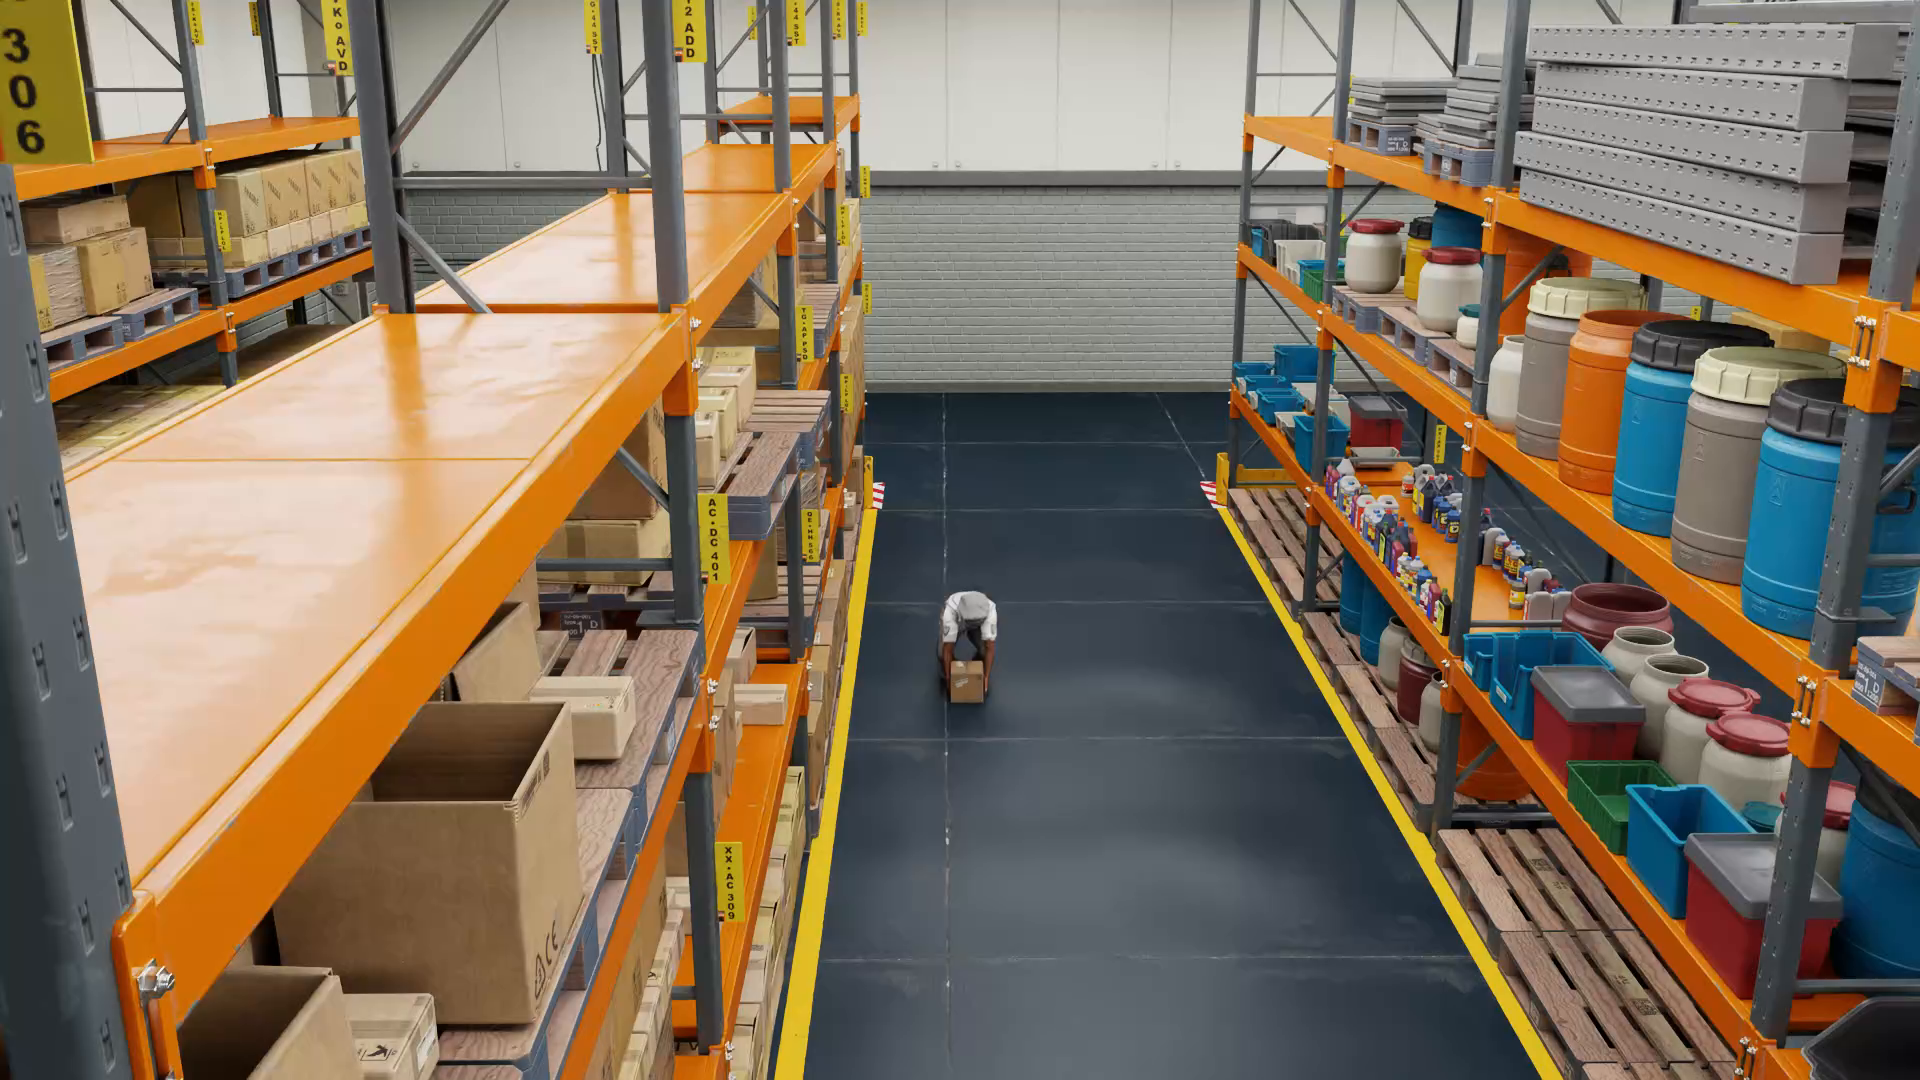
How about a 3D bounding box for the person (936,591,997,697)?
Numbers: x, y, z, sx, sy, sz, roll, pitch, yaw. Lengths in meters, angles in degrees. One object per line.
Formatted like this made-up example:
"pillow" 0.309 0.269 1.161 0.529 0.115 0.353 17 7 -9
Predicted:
"person" 0.047 0.731 13.139 0.479 0.846 0.869 0 17 -1
